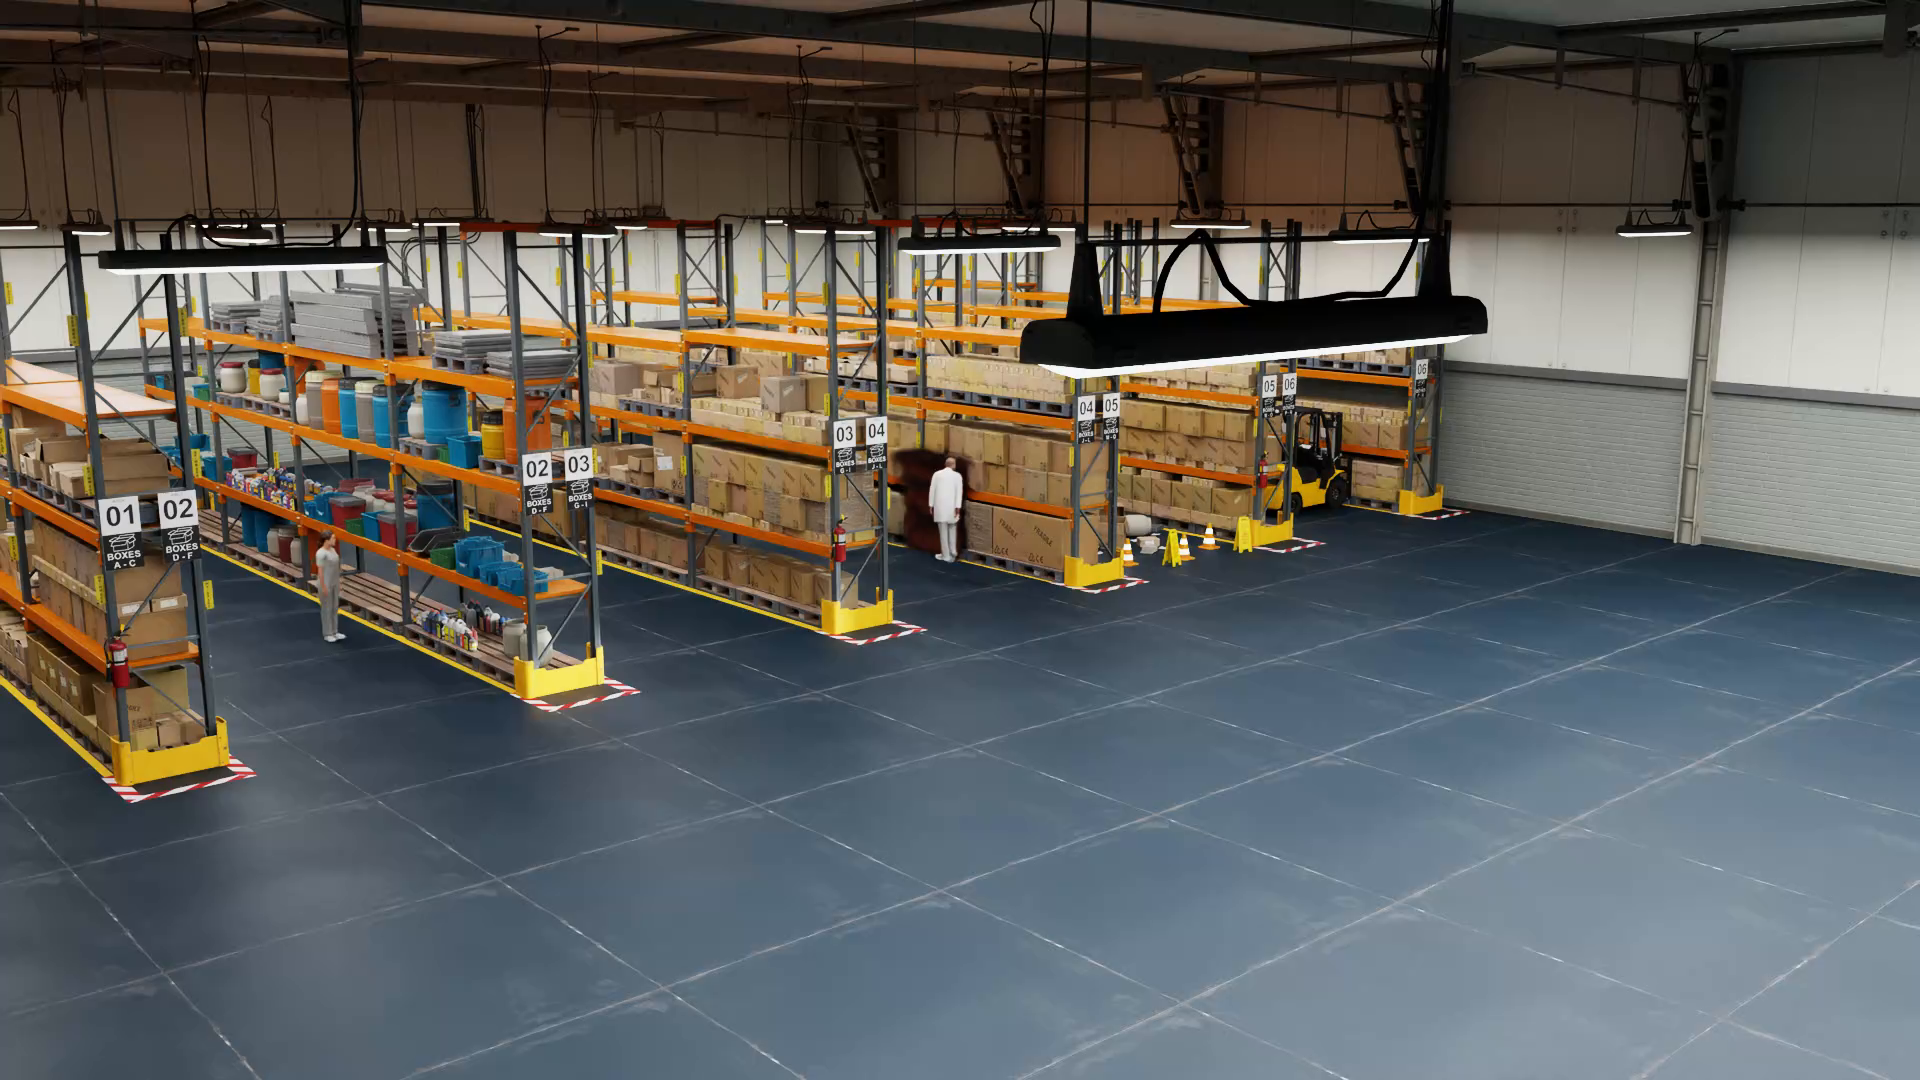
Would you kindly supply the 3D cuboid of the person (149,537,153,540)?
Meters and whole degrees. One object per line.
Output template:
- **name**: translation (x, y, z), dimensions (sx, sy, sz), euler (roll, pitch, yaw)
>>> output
- **person**: translation (-14.050, -0.222, 28.583), dimensions (0.727, 1.717, 1.058), euler (-11, 16, -43)

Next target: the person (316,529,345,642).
- **person**: translation (-9.256, 0.662, 24.355), dimensions (0.377, 1.677, 0.476), euler (3, 12, 16)

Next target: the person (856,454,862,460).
- **person**: translation (-2.112, -0.755, 30.261), dimensions (0.629, 1.681, 0.695), euler (-8, 14, -34)

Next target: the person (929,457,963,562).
- **person**: translation (-0.232, -0.480, 28.571), dimensions (0.559, 1.846, 0.536), euler (-2, 12, -10)
